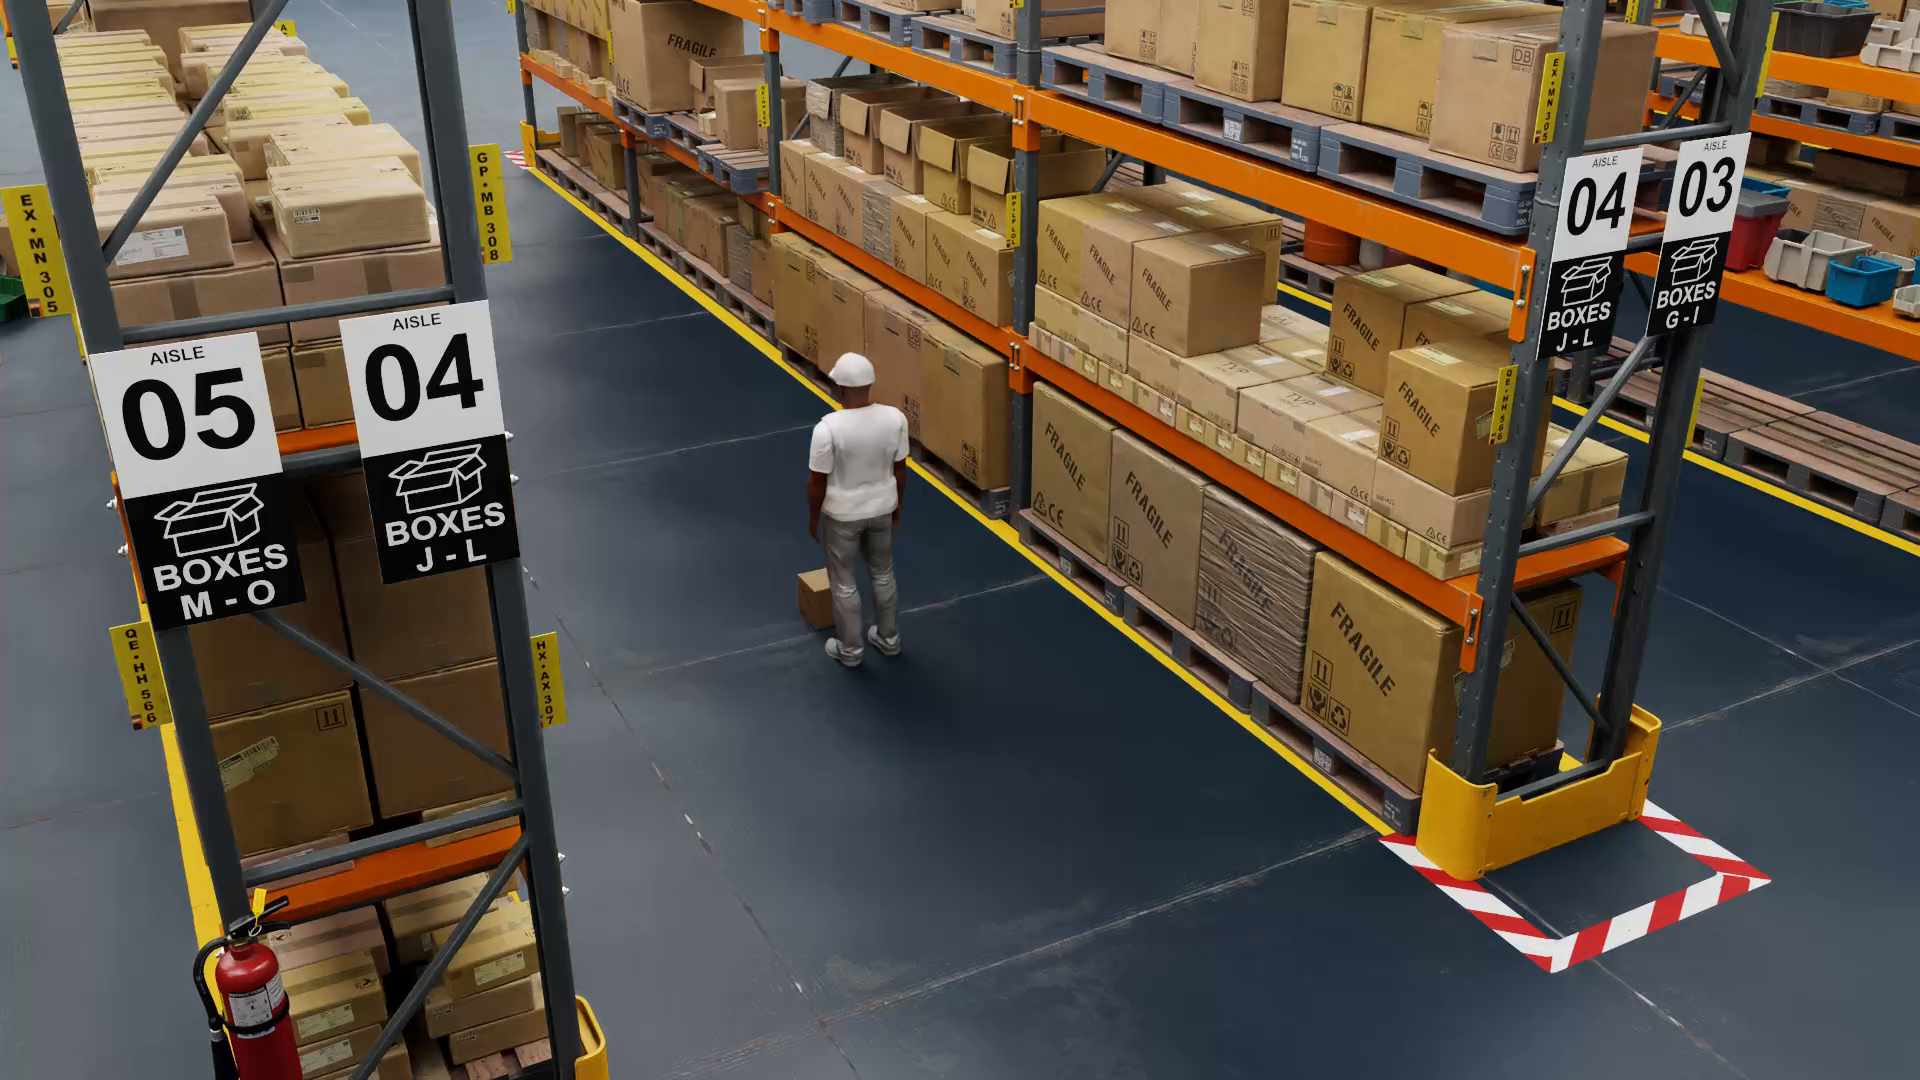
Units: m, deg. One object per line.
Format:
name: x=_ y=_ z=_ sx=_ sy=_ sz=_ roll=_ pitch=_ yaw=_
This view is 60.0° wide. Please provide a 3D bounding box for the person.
person: x=-0.552 y=-0.162 z=8.930 sx=0.564 sy=1.764 sz=0.362 roll=-12 pitch=28 yaw=-24
